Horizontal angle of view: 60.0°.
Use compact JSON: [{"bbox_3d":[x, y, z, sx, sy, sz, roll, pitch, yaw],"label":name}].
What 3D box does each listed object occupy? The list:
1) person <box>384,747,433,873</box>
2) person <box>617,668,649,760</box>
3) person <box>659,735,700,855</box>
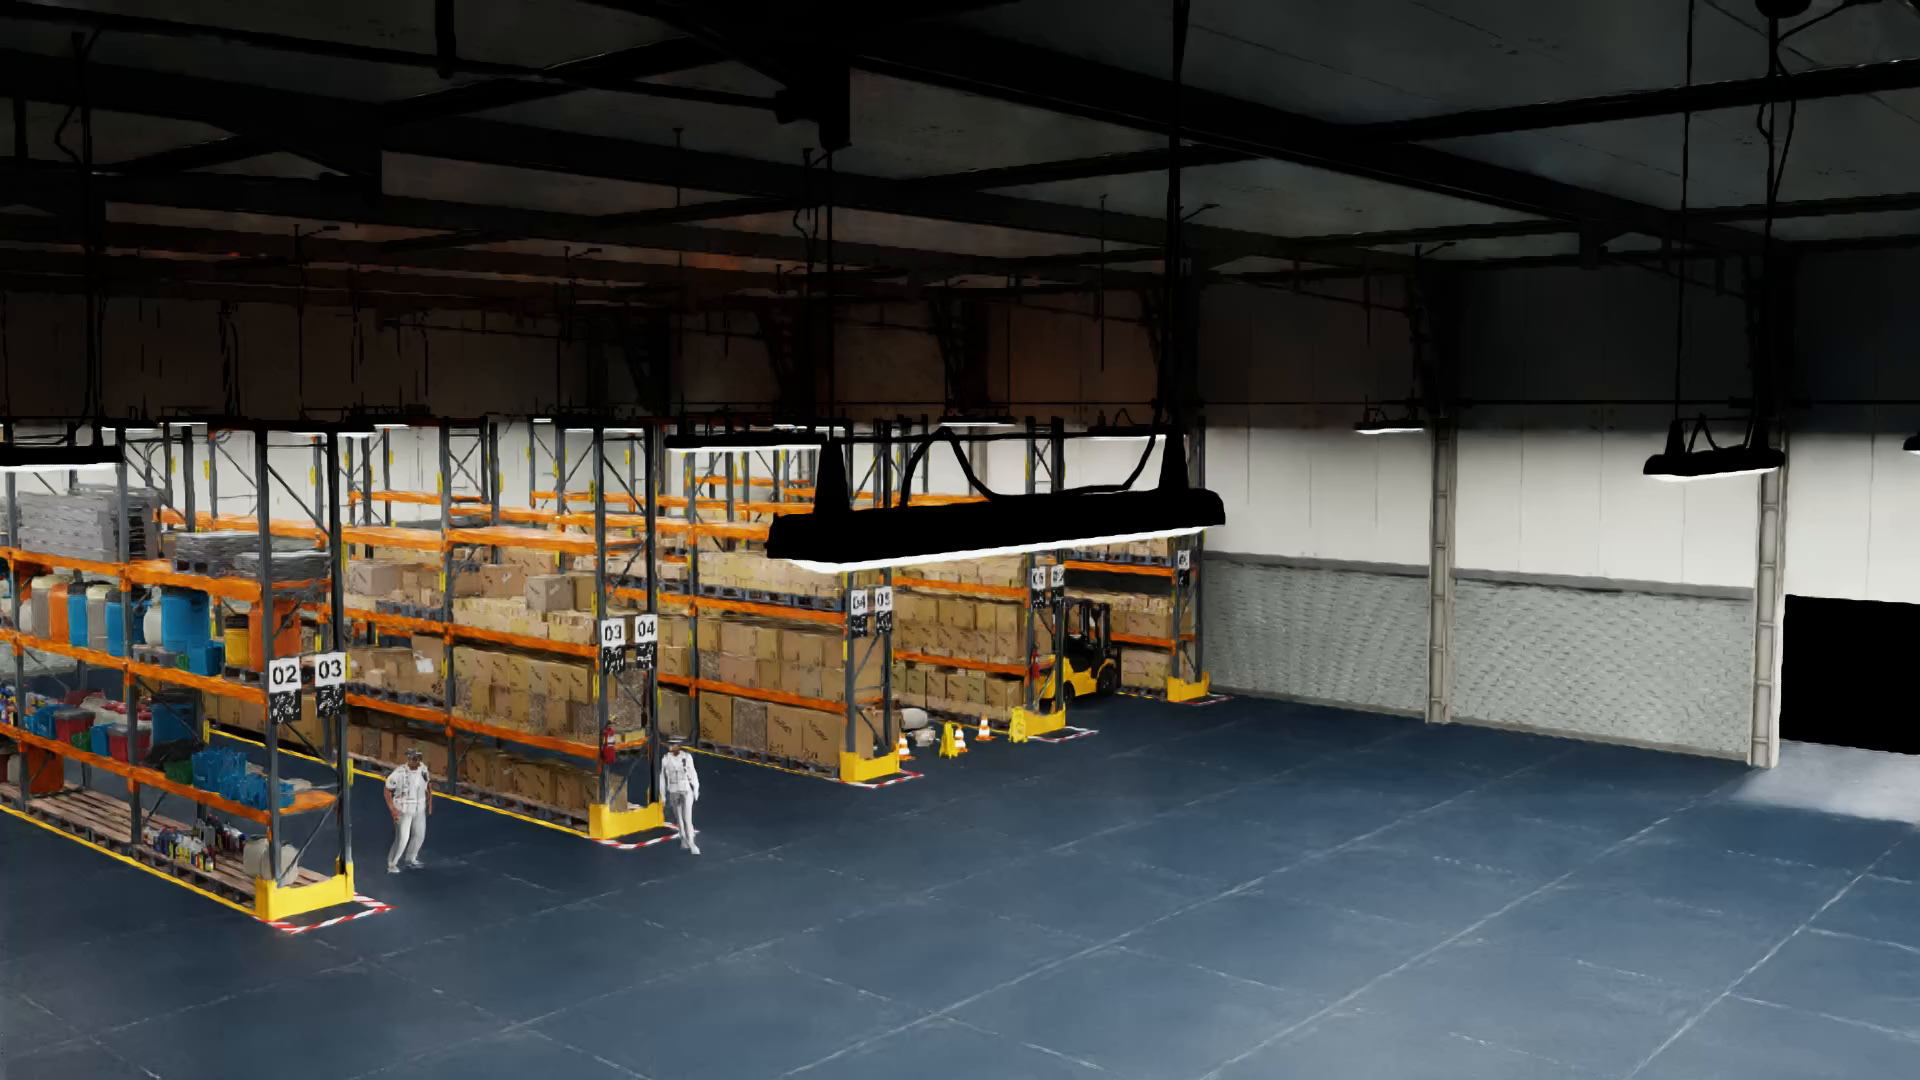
[{"bbox_3d":[-7.441,3.615,22.439,0.542,1.715,0.682,4,6,38],"label":"person"},{"bbox_3d":[-5.770,3.023,29.466,0.546,1.733,0.729,4,6,39],"label":"person"},{"bbox_3d":[-3.930,3.549,23.433,0.583,1.687,0.465,0,5,5],"label":"person"}]
